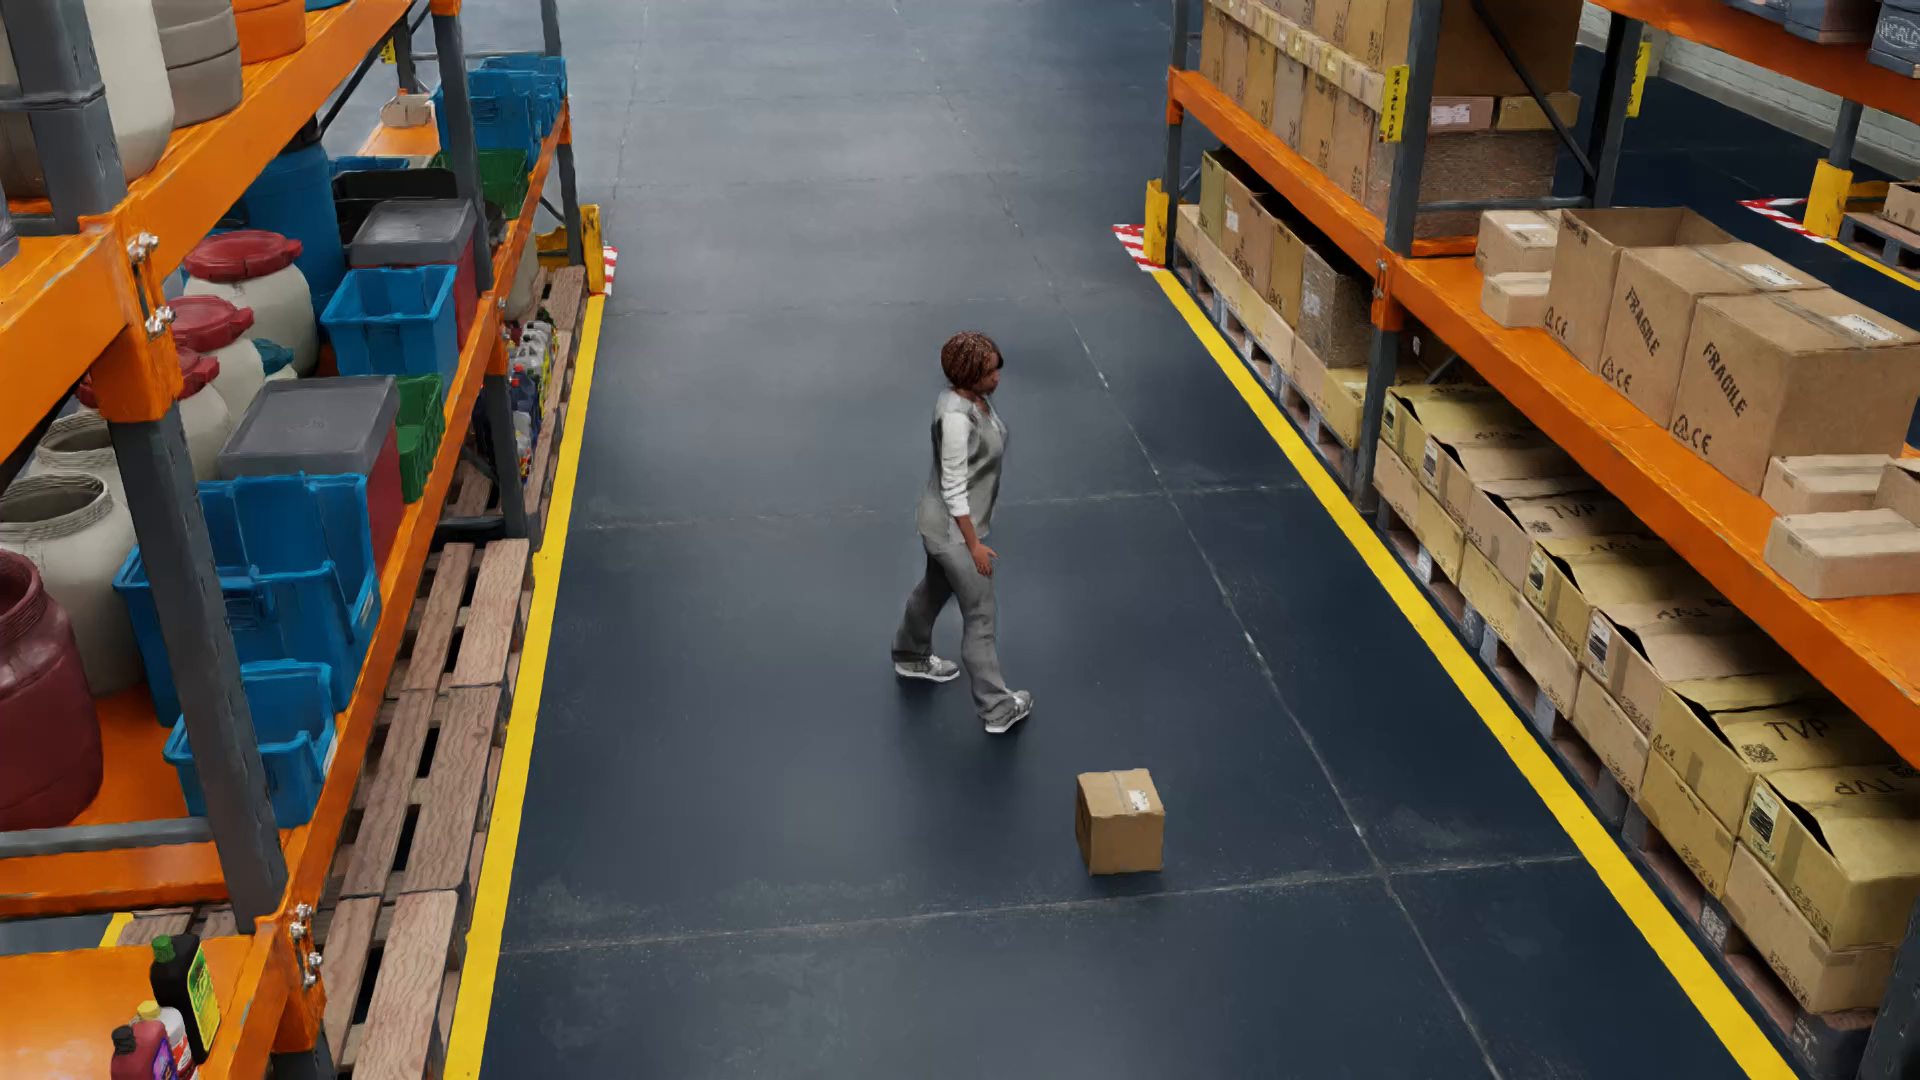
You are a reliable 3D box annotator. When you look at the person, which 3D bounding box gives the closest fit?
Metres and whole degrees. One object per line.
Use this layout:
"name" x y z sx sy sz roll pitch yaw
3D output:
"person" 0.003 -0.053 6.242 0.568 1.587 0.511 0 28 0
